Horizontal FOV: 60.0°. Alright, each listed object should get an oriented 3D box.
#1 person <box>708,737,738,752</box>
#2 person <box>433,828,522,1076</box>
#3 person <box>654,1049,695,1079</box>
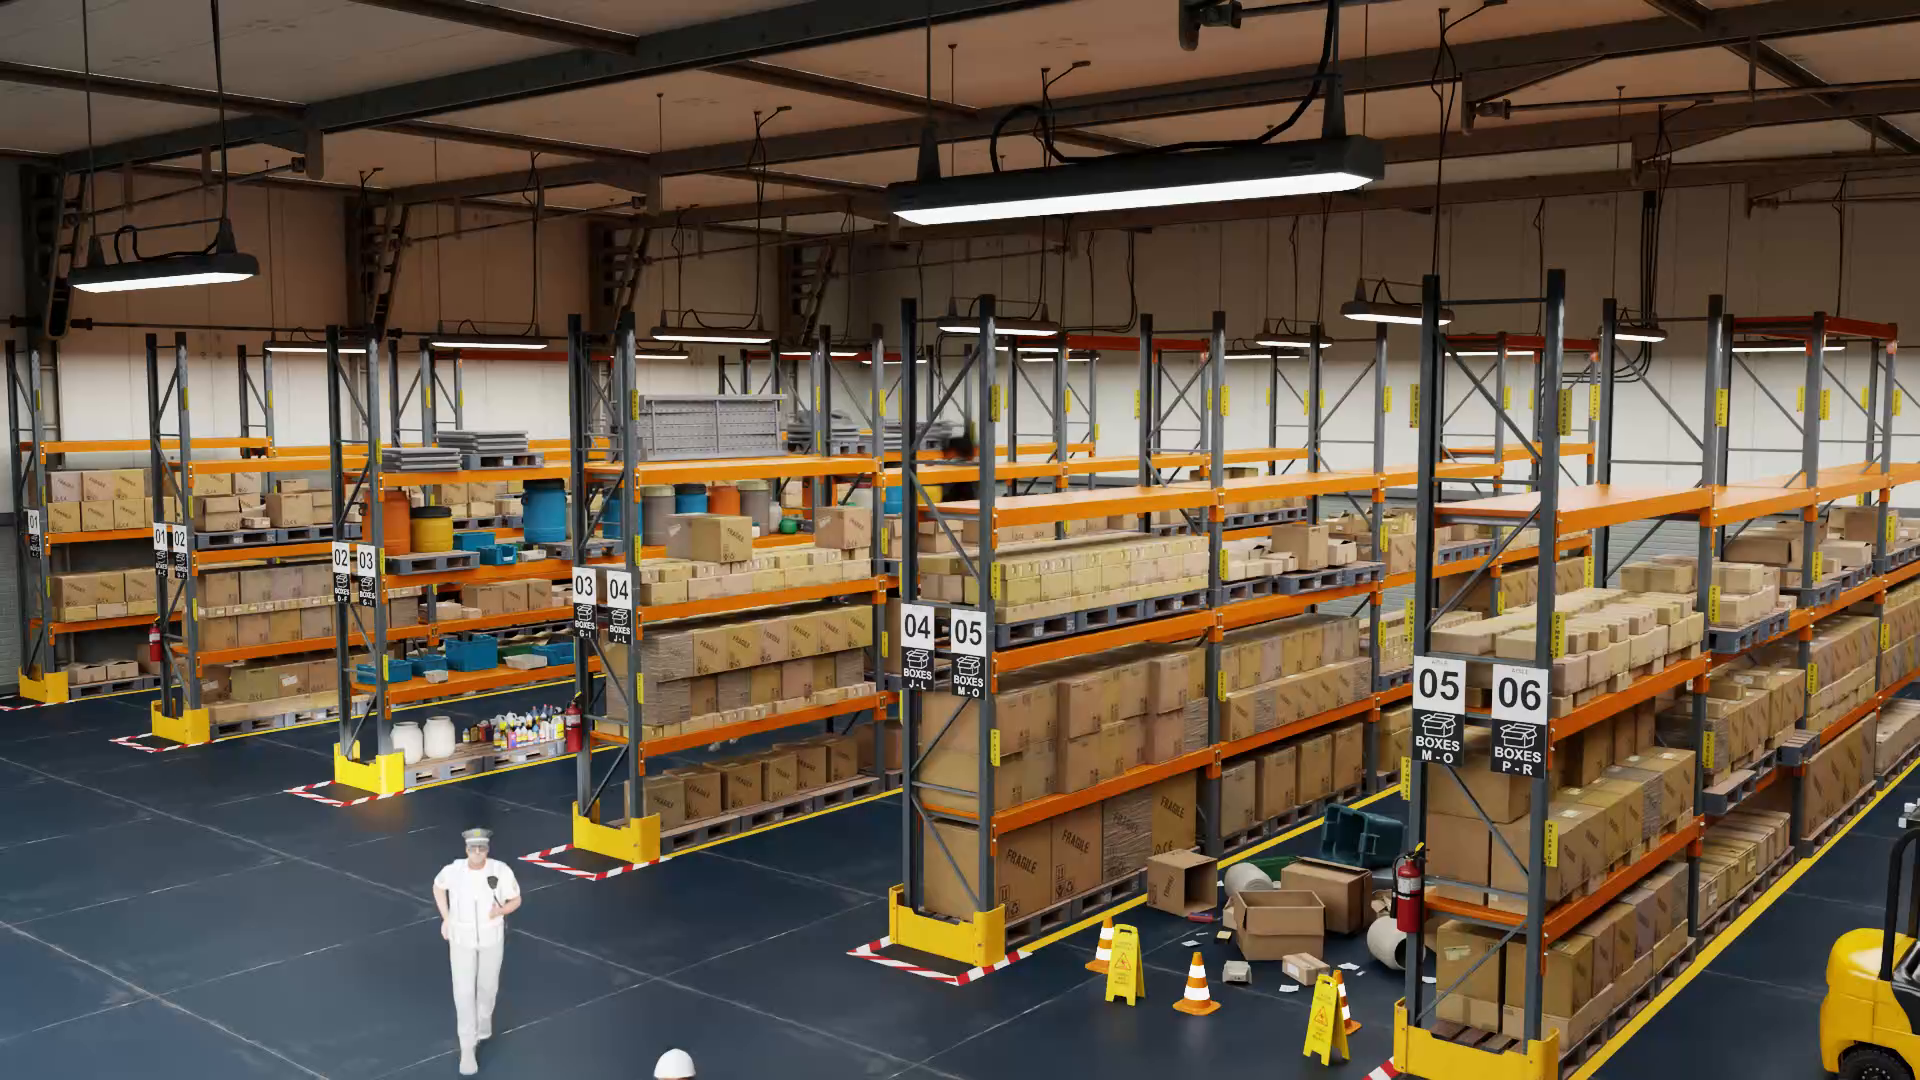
[{"bbox_3d":[-3.228,1.976,22.682,0.612,1.737,0.853,2,6,25],"label":"person"},{"bbox_3d":[-3.743,3.109,12.938,0.647,1.816,0.840,-2,5,-19],"label":"person"},{"bbox_3d":[-1.491,3.509,8.833,0.663,1.746,0.813,0,5,-4],"label":"person"}]
